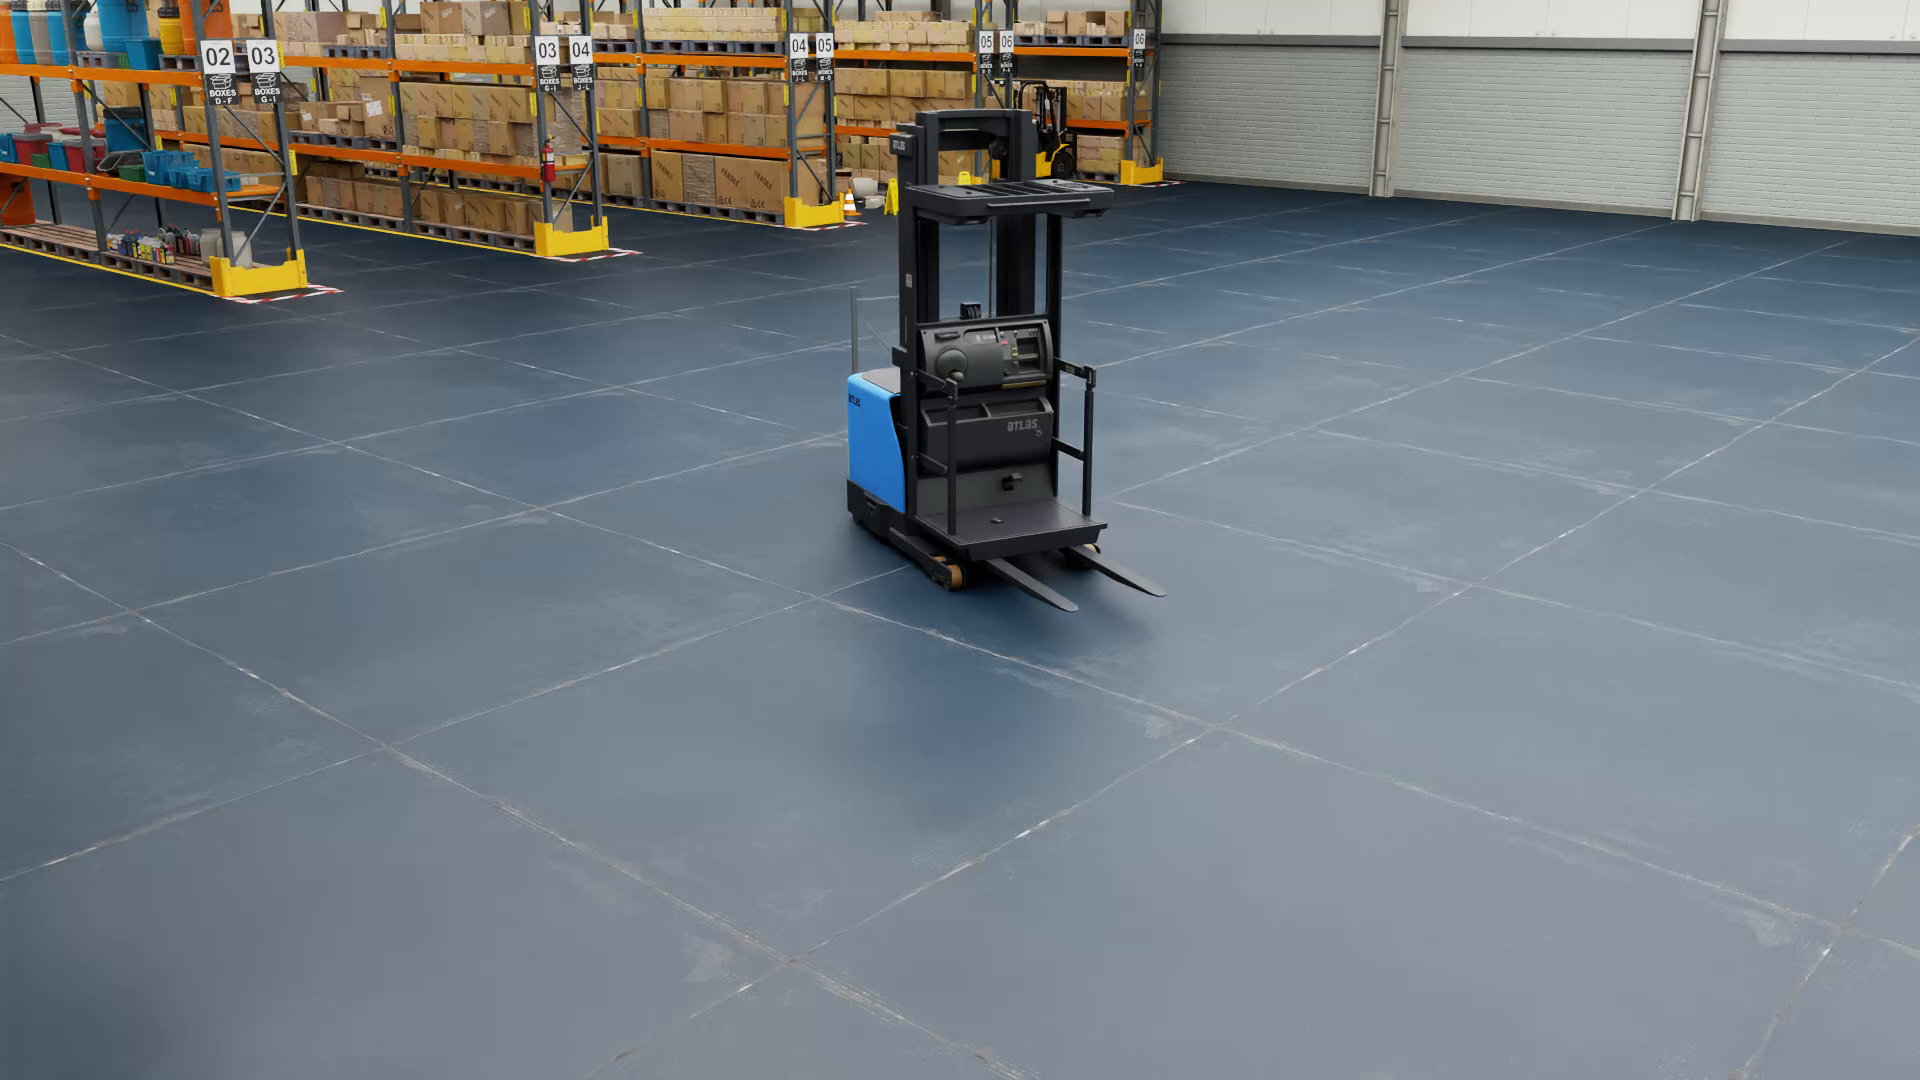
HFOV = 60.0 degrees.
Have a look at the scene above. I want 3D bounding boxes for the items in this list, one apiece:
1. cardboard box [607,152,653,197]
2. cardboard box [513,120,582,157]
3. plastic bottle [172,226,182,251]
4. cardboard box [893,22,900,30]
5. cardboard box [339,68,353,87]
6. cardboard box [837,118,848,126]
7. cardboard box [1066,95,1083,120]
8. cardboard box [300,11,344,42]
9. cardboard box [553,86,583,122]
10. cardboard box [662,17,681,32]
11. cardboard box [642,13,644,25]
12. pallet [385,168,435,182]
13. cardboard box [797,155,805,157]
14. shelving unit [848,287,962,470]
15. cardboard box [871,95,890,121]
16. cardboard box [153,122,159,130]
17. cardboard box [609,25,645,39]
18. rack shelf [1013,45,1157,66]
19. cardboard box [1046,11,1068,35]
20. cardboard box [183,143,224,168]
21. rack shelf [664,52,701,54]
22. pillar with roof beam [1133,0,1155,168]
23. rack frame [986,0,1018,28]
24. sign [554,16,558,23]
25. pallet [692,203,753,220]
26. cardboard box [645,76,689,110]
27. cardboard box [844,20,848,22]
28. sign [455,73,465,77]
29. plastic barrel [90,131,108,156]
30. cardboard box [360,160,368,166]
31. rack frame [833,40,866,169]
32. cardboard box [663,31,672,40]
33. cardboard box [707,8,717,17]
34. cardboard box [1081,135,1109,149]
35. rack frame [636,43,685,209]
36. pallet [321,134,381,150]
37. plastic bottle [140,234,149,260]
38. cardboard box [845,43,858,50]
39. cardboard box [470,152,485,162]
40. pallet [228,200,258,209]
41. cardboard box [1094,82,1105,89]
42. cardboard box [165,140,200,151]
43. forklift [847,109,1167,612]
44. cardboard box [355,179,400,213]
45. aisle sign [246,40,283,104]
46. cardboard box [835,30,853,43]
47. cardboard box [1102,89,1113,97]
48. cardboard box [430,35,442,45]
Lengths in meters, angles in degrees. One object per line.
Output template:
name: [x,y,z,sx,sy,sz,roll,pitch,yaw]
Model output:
cardboard box: [-6.078,-7.006,31.828,0.750,0.750,1.050,15,23,39]
cardboard box: [-6.323,-6.175,25.527,0.500,0.500,0.875,15,23,39]
plastic bottle: [-11.393,-4.396,24.230,0.185,0.351,0.144,14,22,37]
cardboard box: [-1.107,-10.174,32.922,0.250,0.149,0.380,16,23,40]
cardboard box: [-13.614,-10.490,37.470,0.500,0.500,0.500,14,23,38]
cardboard box: [-2.321,-8.659,34.425,0.250,0.149,0.380,15,23,39]
cardboard box: [2.632,-9.531,36.593,0.500,0.500,0.500,14,23,38]
cardboard box: [-10.975,-8.836,28.619,0.500,0.500,0.500,14,22,38]
cardboard box: [-6.160,-6.707,25.551,0.500,0.500,0.500,15,23,39]
cardboard box: [-4.995,-9.259,29.841,0.500,0.250,0.500,15,23,39]
cardboard box: [-6.846,-11.683,37.722,0.500,0.500,0.500,15,23,40]
pallet: [-12.063,-8.178,37.105,1.213,0.211,1.003,15,23,39]
cardboard box: [-3.503,-7.675,33.791,0.500,0.500,0.500,15,23,39]
shelving unit: [-0.403,-1.144,12.812,0.587,1.500,1.083,-8,19,-25]
cardboard box: [-1.442,-8.753,33.650,0.500,0.500,0.500,15,23,39]
cardboard box: [-15.927,-8.301,33.297,0.250,0.149,0.380,16,23,40]
cardboard box: [-6.188,-9.486,31.046,0.500,0.250,0.500,15,23,40]
rack shelf: [2.444,-10.723,36.746,4.000,0.370,1.077,15,23,39]
cardboard box: [2.335,-11.350,36.500,0.637,0.503,0.797,16,24,41]
cardboard box: [-14.413,-7.342,32.679,0.875,0.875,1.225,15,23,39]
rack shelf: [-6.831,-11.206,38.266,4.000,0.370,1.077,15,23,39]
pillar with roof beam: [1.160,-11.464,32.932,0.400,9.000,9.100,15,23,39]
rack frame: [0.948,-12.898,37.449,0.127,3.000,1.000,15,23,39]
sign: [-8.171,-10.415,33.600,0.005,0.325,0.100,15,23,39]
pallet: [-4.120,-6.030,30.336,1.213,0.211,1.003,15,23,39]
cardboard box: [-5.301,-8.278,30.778,0.550,0.550,0.875,15,23,39]
cardboard box: [-2.623,-12.610,40.599,0.250,0.149,0.380,14,22,37]
sign: [-14.240,-13.319,47.330,0.001,0.242,0.339,15,23,39]
plastic barrel: [-12.779,-5.858,24.960,0.433,0.535,0.433,0,18,0]
cardboard box: [-13.408,-8.589,37.810,0.250,0.149,0.380,14,22,37]
rack frame: [-2.344,-8.914,34.815,0.127,3.000,1.000,15,23,39]
cardboard box: [-5.126,-9.080,29.934,0.250,0.149,0.380,15,23,39]
cardboard box: [-4.180,-9.206,29.013,0.250,0.149,0.380,15,23,40]
cardboard box: [3.003,-8.724,36.414,0.500,0.250,0.500,16,23,40]
rack frame: [-5.554,-7.774,31.222,0.127,3.000,1.000,15,23,39]
pallet: [-10.406,-6.996,29.087,1.213,0.211,1.003,15,23,39]
plastic bottle: [-11.422,-4.120,23.359,0.185,0.351,0.144,15,23,39]
cardboard box: [-2.116,-10.040,33.820,0.250,0.149,0.380,15,23,39]
cardboard box: [-7.472,-6.037,26.165,0.250,0.149,0.380,15,23,39]
pallet: [-13.361,-6.567,32.027,1.213,0.211,1.003,15,23,39]
cardboard box: [3.114,-9.847,36.024,0.250,0.149,0.380,16,23,40]
cardboard box: [-15.346,-7.617,33.544,0.875,0.875,0.875,15,23,39]
forklift: [0.275,-1.225,10.701,1.130,2.935,3.031,-8,19,-25]
cardboard box: [-10.129,-6.031,29.135,0.500,0.500,0.700,13,22,35]
aisle sign: [-8.969,-6.039,21.459,0.004,0.787,0.394,15,23,39]
cardboard box: [-2.196,-10.264,33.866,0.500,0.250,0.500,14,23,38]
cardboard box: [3.284,-9.643,35.872,0.250,0.149,0.380,16,23,40]
cardboard box: [-8.096,-7.875,26.172,0.250,0.149,0.380,14,23,38]
